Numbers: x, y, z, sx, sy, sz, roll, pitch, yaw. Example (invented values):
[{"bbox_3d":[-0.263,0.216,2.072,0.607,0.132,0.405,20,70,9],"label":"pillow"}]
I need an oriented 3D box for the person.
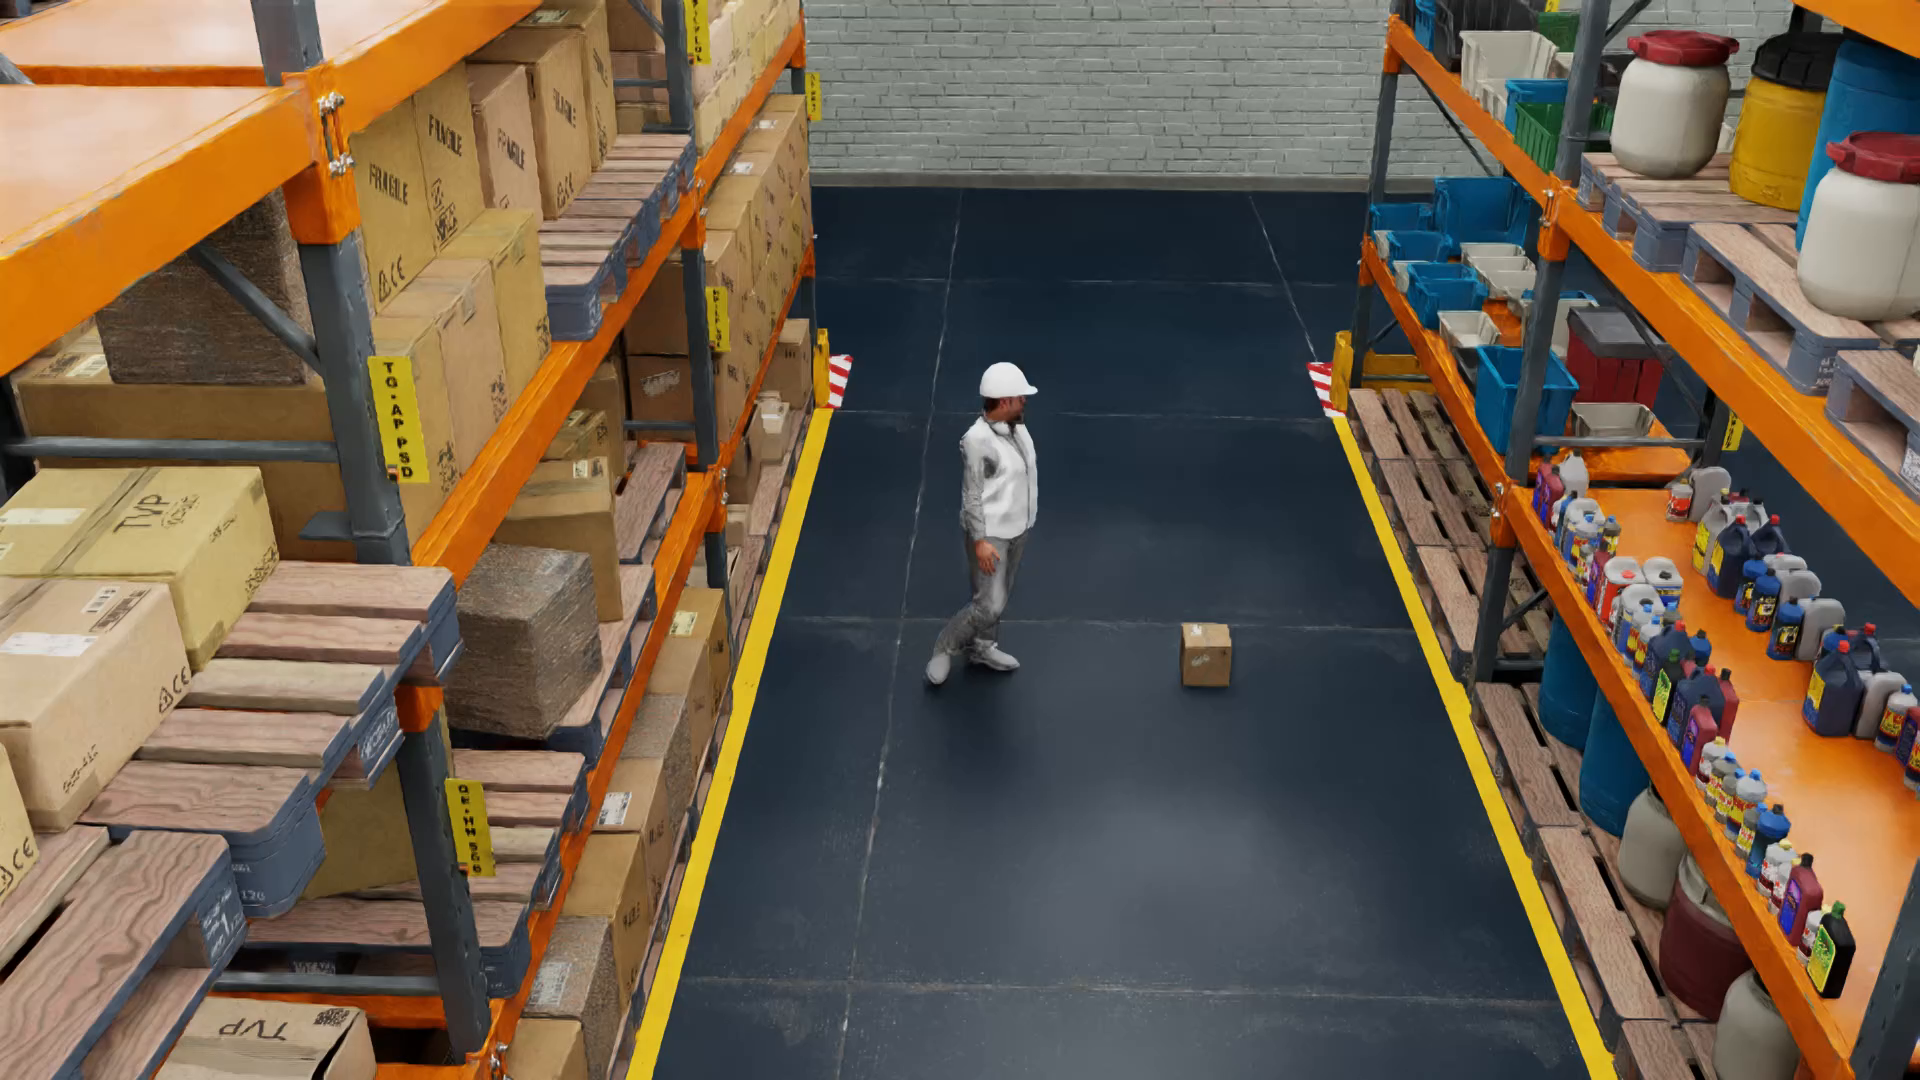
[{"bbox_3d":[0.152,-0.006,8.755,0.436,1.480,0.516,16,32,28],"label":"person"}]
